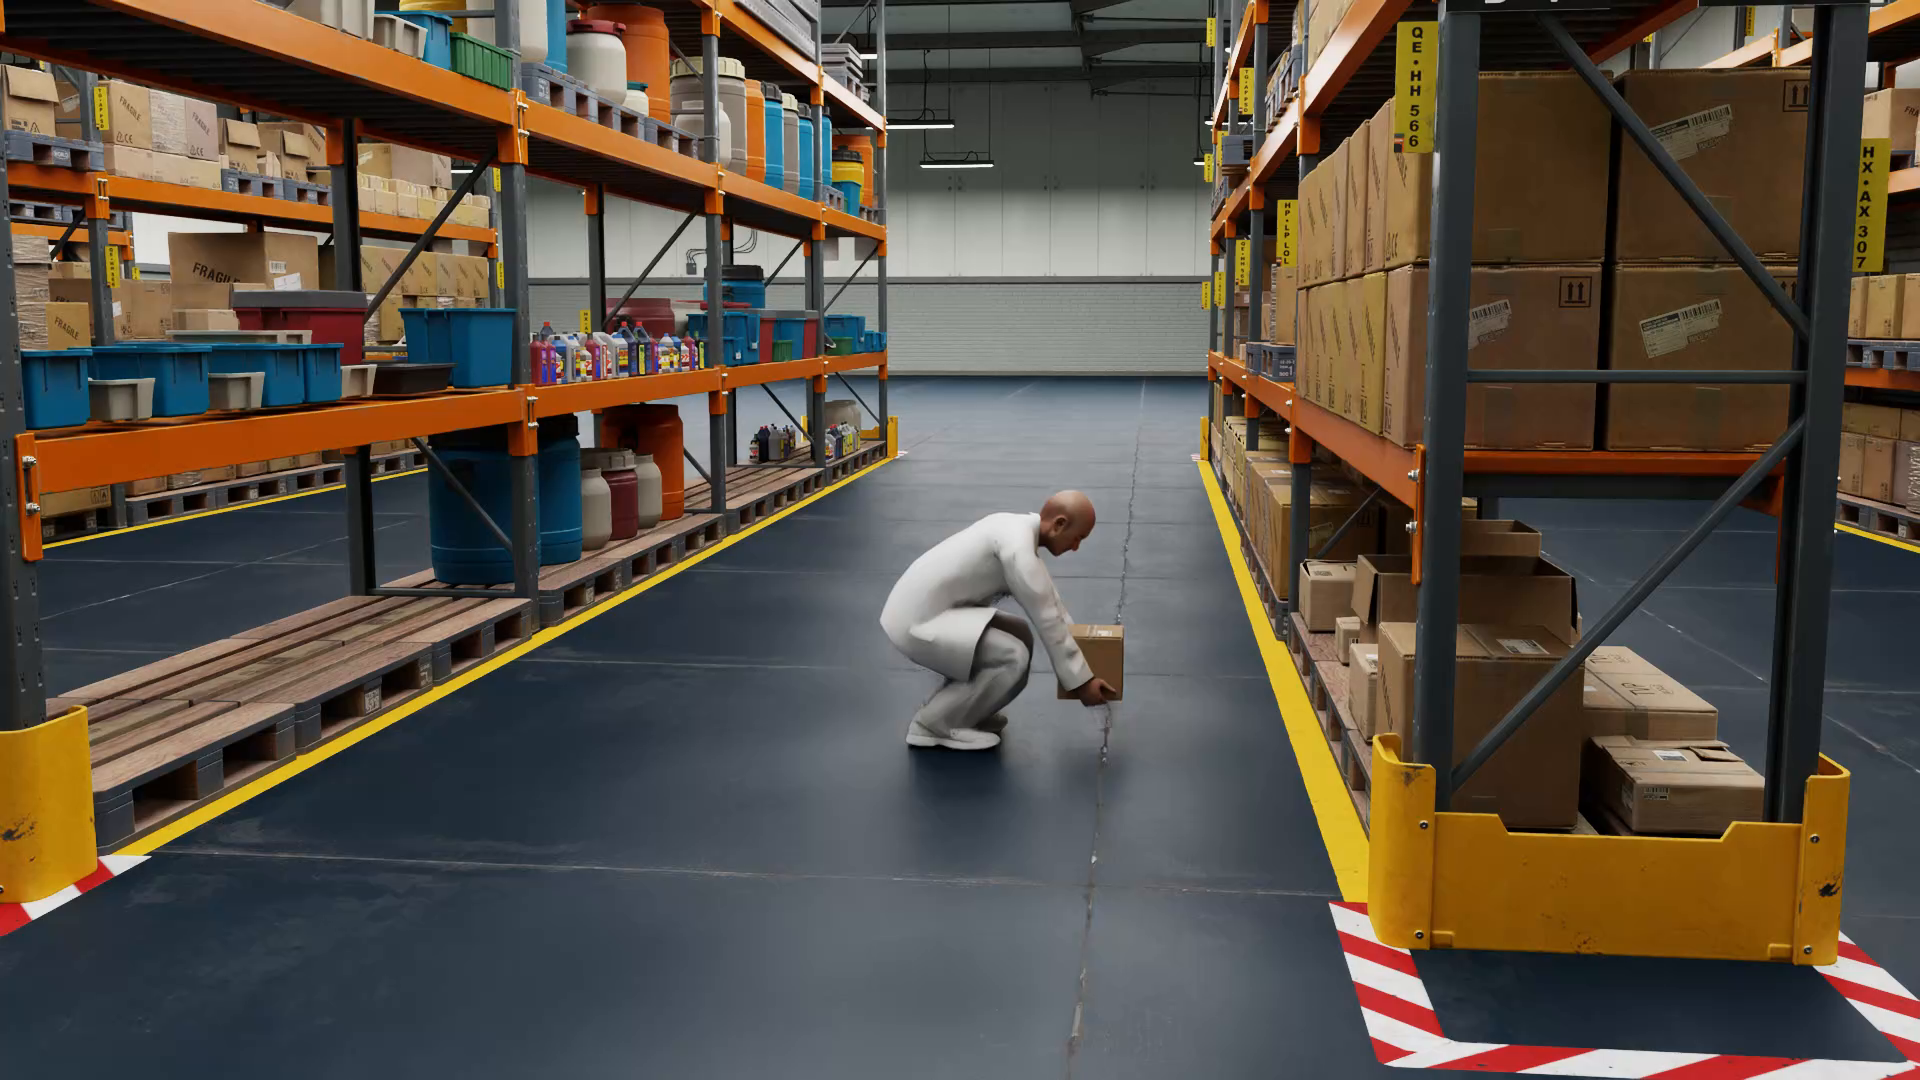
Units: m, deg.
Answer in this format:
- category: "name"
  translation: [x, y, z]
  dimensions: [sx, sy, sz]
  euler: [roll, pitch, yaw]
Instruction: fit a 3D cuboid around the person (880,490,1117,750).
- category: "person"
  translation: [0.156, 0.304, 6.542]
  dimensions: [0.938, 1.000, 0.577]
  euler: [1, 7, 5]
